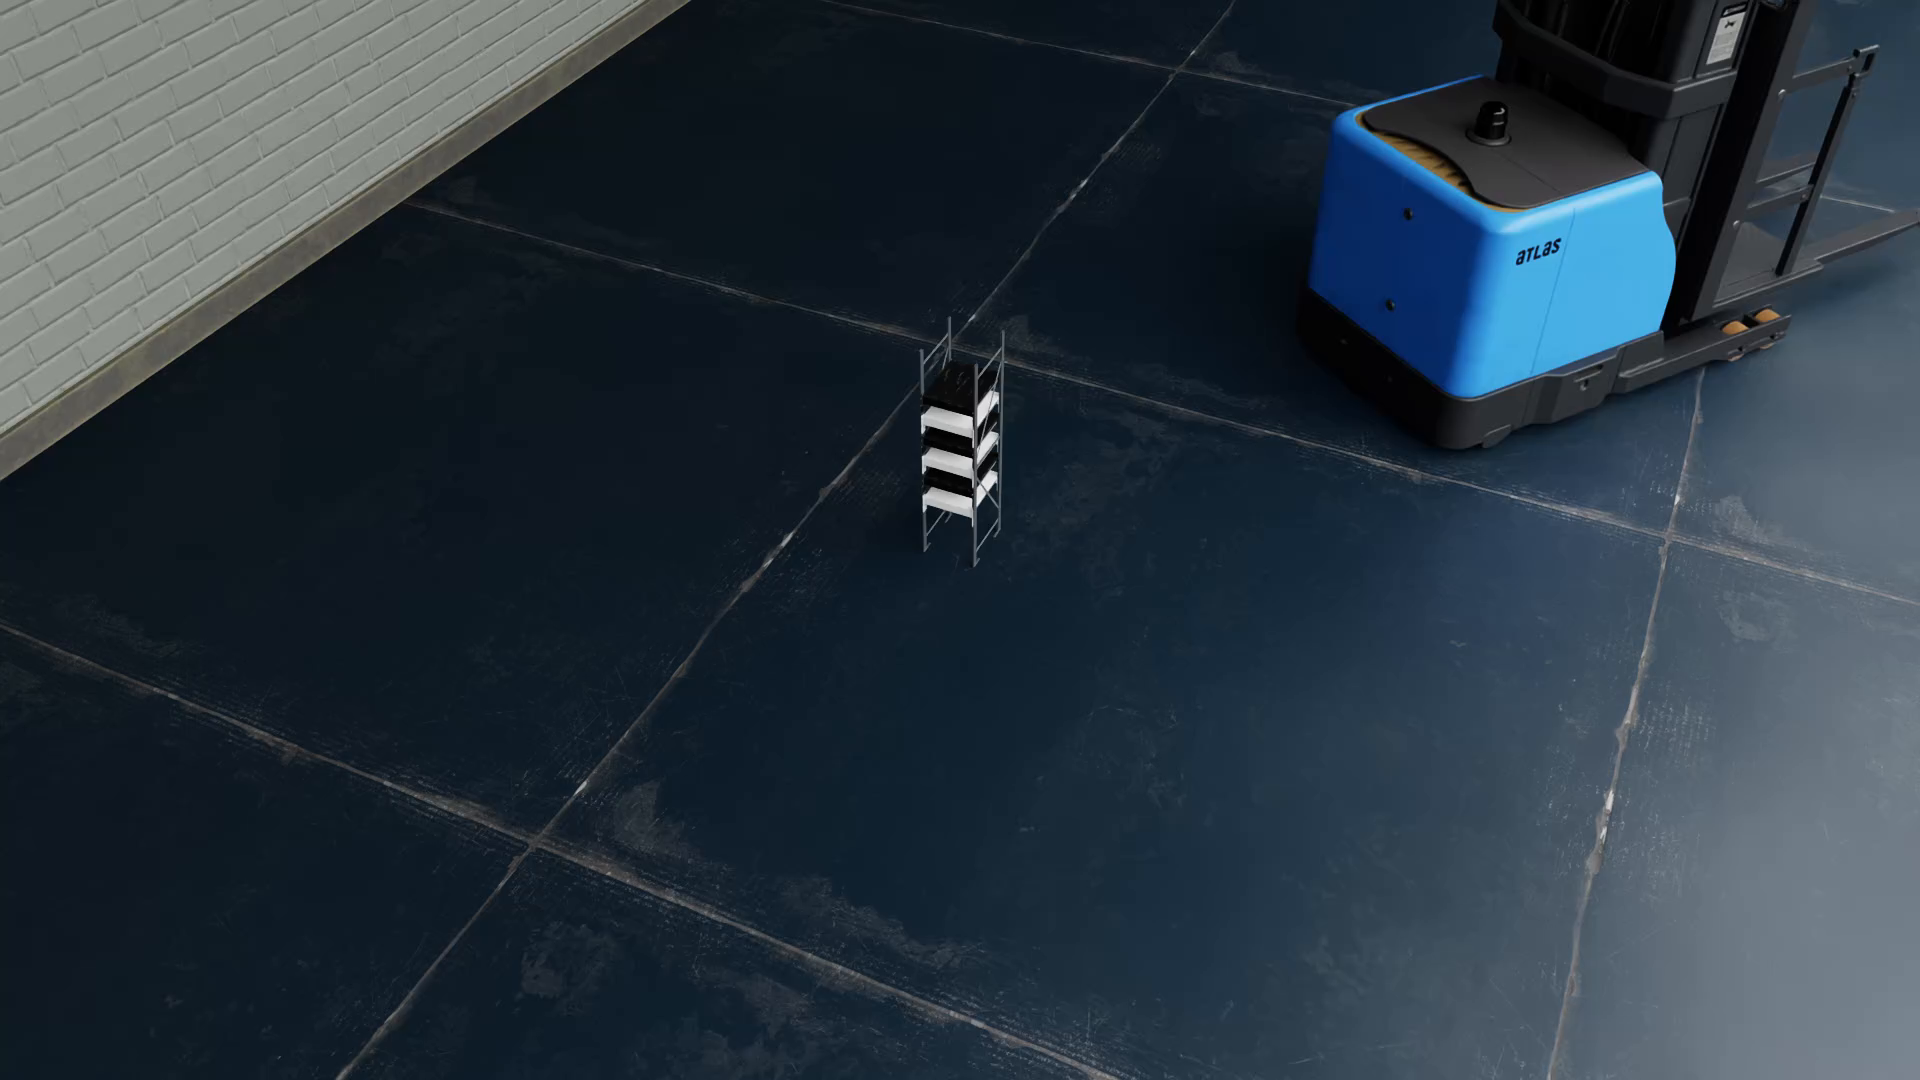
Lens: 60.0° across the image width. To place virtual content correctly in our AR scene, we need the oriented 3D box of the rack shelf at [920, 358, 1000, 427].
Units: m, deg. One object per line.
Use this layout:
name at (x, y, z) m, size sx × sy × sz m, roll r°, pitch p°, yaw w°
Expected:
rack shelf at (0.007, -0.517, 5.798) m, size 0.200 × 0.077 × 0.258 m, roll 17°, pitch 44°, yaw 19°

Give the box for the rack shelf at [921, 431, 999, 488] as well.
rack shelf at (0.007, -0.313, 5.974) m, size 0.200 × 0.077 × 0.258 m, roll 17°, pitch 44°, yaw 19°

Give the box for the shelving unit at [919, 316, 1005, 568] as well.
shelving unit at (0.007, -0.338, 5.953) m, size 0.210 × 0.900 × 0.258 m, roll 17°, pitch 44°, yaw 19°

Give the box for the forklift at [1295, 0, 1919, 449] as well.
forklift at (2.993, -2.160, 6.504) m, size 3.031 × 2.935 × 1.130 m, roll -20°, pitch 45°, yaw -21°

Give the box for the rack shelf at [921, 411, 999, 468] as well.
rack shelf at (0.007, -0.381, 5.916) m, size 0.200 × 0.077 × 0.258 m, roll 17°, pitch 44°, yaw 19°

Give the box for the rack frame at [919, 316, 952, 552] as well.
rack frame at (-0.085, -0.366, 5.985) m, size 0.006 × 0.900 × 0.240 m, roll 17°, pitch 44°, yaw 19°

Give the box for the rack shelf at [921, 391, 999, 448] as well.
rack shelf at (0.007, -0.449, 5.857) m, size 0.200 × 0.077 × 0.258 m, roll 17°, pitch 44°, yaw 19°

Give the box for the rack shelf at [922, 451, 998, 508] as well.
rack shelf at (0.007, -0.245, 6.033) m, size 0.200 × 0.077 × 0.258 m, roll 17°, pitch 44°, yaw 19°

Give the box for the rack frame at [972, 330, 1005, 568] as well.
rack frame at (0.099, -0.310, 5.920) m, size 0.006 × 0.900 × 0.240 m, roll 17°, pitch 44°, yaw 19°

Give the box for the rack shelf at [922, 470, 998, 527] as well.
rack shelf at (0.007, -0.177, 6.092) m, size 0.200 × 0.077 × 0.258 m, roll 17°, pitch 44°, yaw 19°
